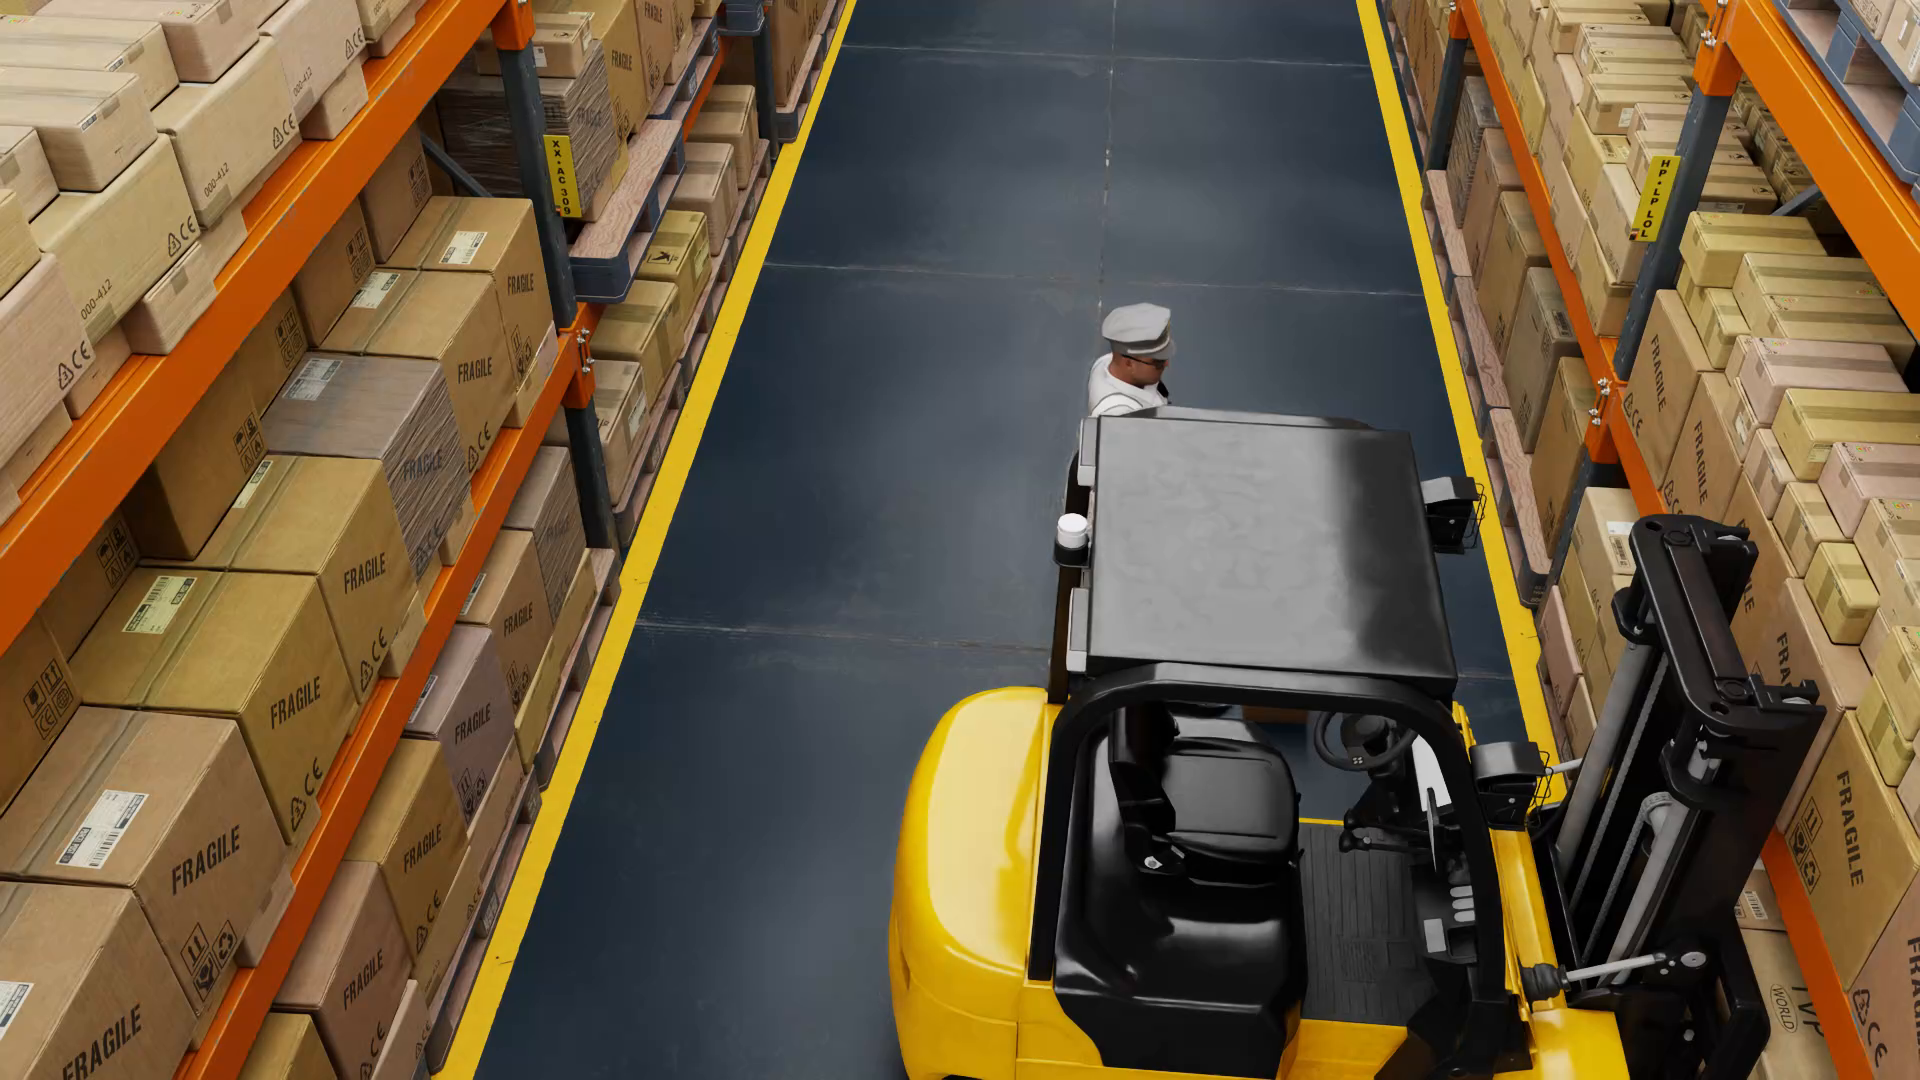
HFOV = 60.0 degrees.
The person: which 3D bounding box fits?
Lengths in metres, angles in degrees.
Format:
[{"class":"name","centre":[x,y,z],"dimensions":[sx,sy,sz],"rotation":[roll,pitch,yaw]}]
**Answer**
[{"class":"person","centre":[0.757,-0.106,6.261],"dimensions":[0.736,1.742,0.562],"rotation":[0,40,0]}]
